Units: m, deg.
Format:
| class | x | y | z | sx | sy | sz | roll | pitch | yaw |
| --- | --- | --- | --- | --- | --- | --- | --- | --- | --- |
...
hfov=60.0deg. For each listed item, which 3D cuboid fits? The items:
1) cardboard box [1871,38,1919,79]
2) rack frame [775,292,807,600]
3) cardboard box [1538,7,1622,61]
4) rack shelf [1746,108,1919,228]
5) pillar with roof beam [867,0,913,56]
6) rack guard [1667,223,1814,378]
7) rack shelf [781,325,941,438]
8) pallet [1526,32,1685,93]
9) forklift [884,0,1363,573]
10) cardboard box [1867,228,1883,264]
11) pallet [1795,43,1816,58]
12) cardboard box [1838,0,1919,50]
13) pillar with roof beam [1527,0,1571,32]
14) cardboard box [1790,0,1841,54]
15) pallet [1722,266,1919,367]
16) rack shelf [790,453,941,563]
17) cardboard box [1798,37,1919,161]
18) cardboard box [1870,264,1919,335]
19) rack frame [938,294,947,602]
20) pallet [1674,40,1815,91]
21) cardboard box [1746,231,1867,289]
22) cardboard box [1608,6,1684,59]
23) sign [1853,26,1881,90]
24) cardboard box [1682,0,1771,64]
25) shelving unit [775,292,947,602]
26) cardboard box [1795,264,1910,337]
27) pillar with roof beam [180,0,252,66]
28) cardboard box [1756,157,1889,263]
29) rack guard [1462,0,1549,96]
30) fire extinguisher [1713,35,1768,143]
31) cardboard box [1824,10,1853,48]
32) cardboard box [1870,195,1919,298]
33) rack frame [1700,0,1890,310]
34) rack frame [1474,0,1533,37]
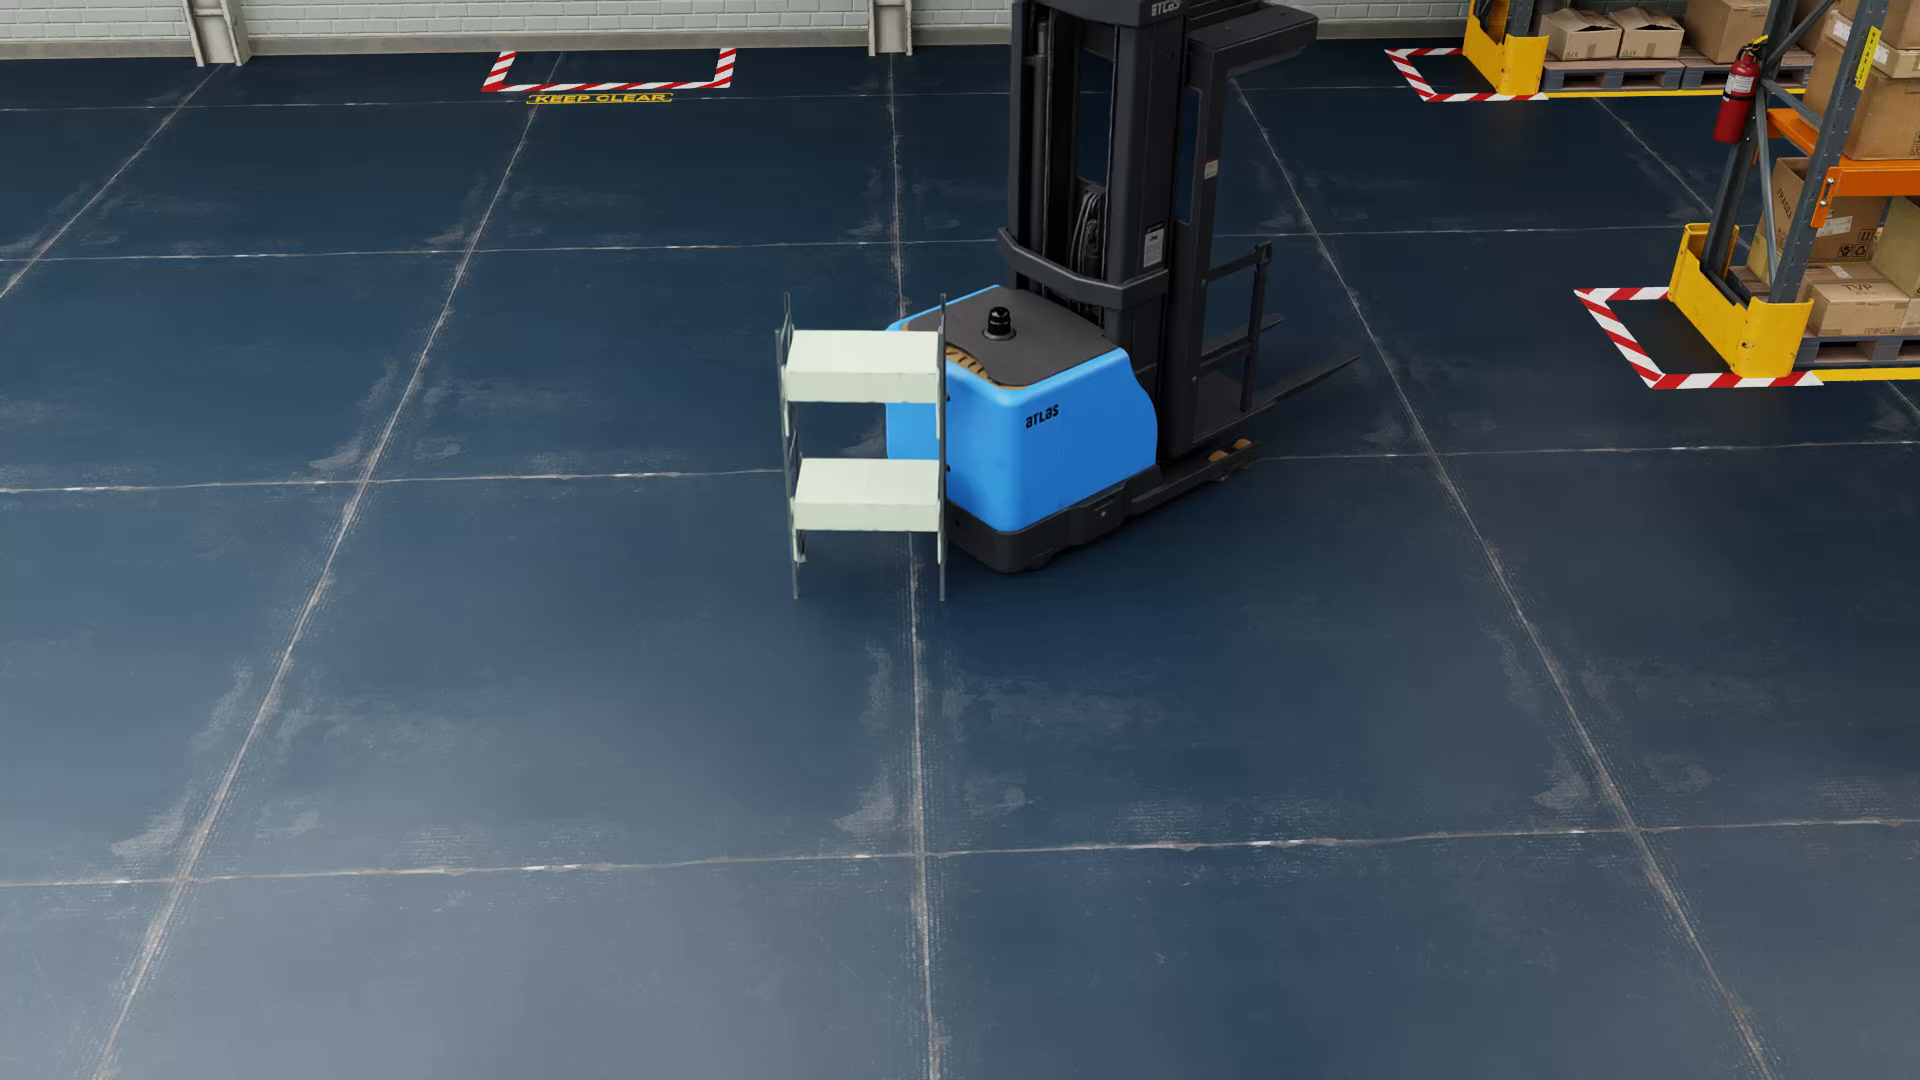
| class | x | y | z | sx | sy | sz | roll | pitch | yaw |
| --- | --- | --- | --- | --- | --- | --- | --- | --- | --- |
| cardboard box | 5.339 | -2.755 | 9.438 | 0.250 | 0.149 | 0.380 | -2 | 35 | -3 |
| rack frame | -0.815 | -0.433 | 8.057 | 0.023 | 1.500 | 0.400 | 1 | 35 | 1 |
| cardboard box | 5.394 | -4.418 | 14.474 | 0.500 | 0.311 | 0.500 | -5 | 35 | -8 |
| rack shelf | 6.935 | -2.317 | 10.095 | 4.000 | 0.370 | 1.077 | -2 | 35 | -2 |
| pillar with roof beam | -0.432 | -5.744 | 9.142 | 0.400 | 9.000 | 9.100 | -2 | 35 | -2 |
| rack guard | 4.913 | -1.531 | 10.523 | 0.348 | 0.500 | 1.175 | -2 | 35 | -2 |
| rack shelf | -0.449 | -0.748 | 7.827 | 0.720 | 0.370 | 0.431 | 1 | 35 | 1 |
| pallet | 5.588 | -4.232 | 14.680 | 1.213 | 0.211 | 1.003 | -2 | 35 | -2 |
| forklift | 1.048 | -1.738 | 8.686 | 3.031 | 2.935 | 1.130 | -26 | 42 | -32 |
| cardboard box | 5.958 | -1.804 | 10.768 | 0.500 | 0.250 | 0.500 | -2 | 35 | -2 |
| pallet | 8.025 | -4.298 | 14.775 | 1.213 | 0.211 | 1.003 | -2 | 35 | -2 |
| cardboard box | 5.457 | -3.141 | 9.424 | 0.500 | 0.500 | 0.700 | -1 | 35 | -2 |
| pillar with roof beam | 5.561 | -5.905 | 9.375 | 0.400 | 9.000 | 9.100 | -2 | 35 | -2 |
| cardboard box | 7.660 | -4.585 | 14.550 | 0.500 | 0.500 | 0.500 | -4 | 35 | -6 |
| pallet | 5.699 | -1.457 | 10.670 | 1.213 | 0.211 | 1.003 | -2 | 35 | -2 |
| rack shelf | -0.449 | -0.159 | 8.235 | 0.720 | 0.370 | 0.431 | 1 | 35 | 1 |
| cardboard box | 5.404 | -2.606 | 9.791 | 0.500 | 0.500 | 0.700 | -2 | 35 | -2 |
| cardboard box | 5.983 | -1.505 | 10.336 | 0.500 | 0.250 | 0.500 | -2 | 35 | -2 |
| rack frame | -0.083 | -0.422 | 8.041 | 0.023 | 1.500 | 0.400 | 1 | 35 | 1 |
| pallet | 6.804 | -4.263 | 14.725 | 1.213 | 0.211 | 1.003 | -2 | 35 | -2 |
| cardboard box | 5.459 | -1.784 | 10.739 | 0.500 | 0.250 | 0.500 | -2 | 35 | -2 |
| cardboard box | 5.964 | -4.433 | 14.496 | 0.500 | 0.311 | 0.500 | 1 | 35 | 2 |
| sign | 4.957 | -2.632 | 9.087 | 0.005 | 0.325 | 0.100 | -2 | 35 | -2 |
| cardboard box | 6.699 | -4.502 | 14.430 | 0.500 | 0.500 | 0.700 | -4 | 35 | -5 |
| shelving unit | -0.449 | -0.427 | 8.049 | 0.755 | 1.500 | 0.431 | 1 | 35 | 1 |
| cardboard box | 5.483 | -1.489 | 10.313 | 0.500 | 0.250 | 0.500 | -2 | 35 | -2 |
| pillar with roof beam | -6.426 | -5.582 | 8.908 | 0.400 | 9.000 | 9.100 | -2 | 35 | -2 |
| cardboard box | 5.459 | -2.093 | 10.527 | 0.500 | 0.500 | 0.500 | -2 | 35 | -2 |
| rack guard | 4.775 | -4.349 | 14.595 | 0.348 | 0.500 | 1.175 | -2 | 35 | -2 |
| fire extinguisher | 4.797 | -2.788 | 10.211 | 0.183 | 0.674 | 0.296 | -2 | 35 | -2 |
| cardboard box | 5.310 | -2.986 | 9.771 | 0.250 | 0.149 | 0.380 | -2 | 35 | -3 |
| cardboard box | 5.983 | -1.812 | 10.121 | 0.500 | 0.500 | 0.500 | -2 | 35 | -2 |
| rack frame | 4.937 | -2.559 | 9.812 | 0.127 | 3.000 | 1.000 | -2 | 35 | -2 |
| rack frame | 4.699 | -5.375 | 13.881 | 0.127 | 3.000 | 1.000 | -2 | 35 | -2 |
